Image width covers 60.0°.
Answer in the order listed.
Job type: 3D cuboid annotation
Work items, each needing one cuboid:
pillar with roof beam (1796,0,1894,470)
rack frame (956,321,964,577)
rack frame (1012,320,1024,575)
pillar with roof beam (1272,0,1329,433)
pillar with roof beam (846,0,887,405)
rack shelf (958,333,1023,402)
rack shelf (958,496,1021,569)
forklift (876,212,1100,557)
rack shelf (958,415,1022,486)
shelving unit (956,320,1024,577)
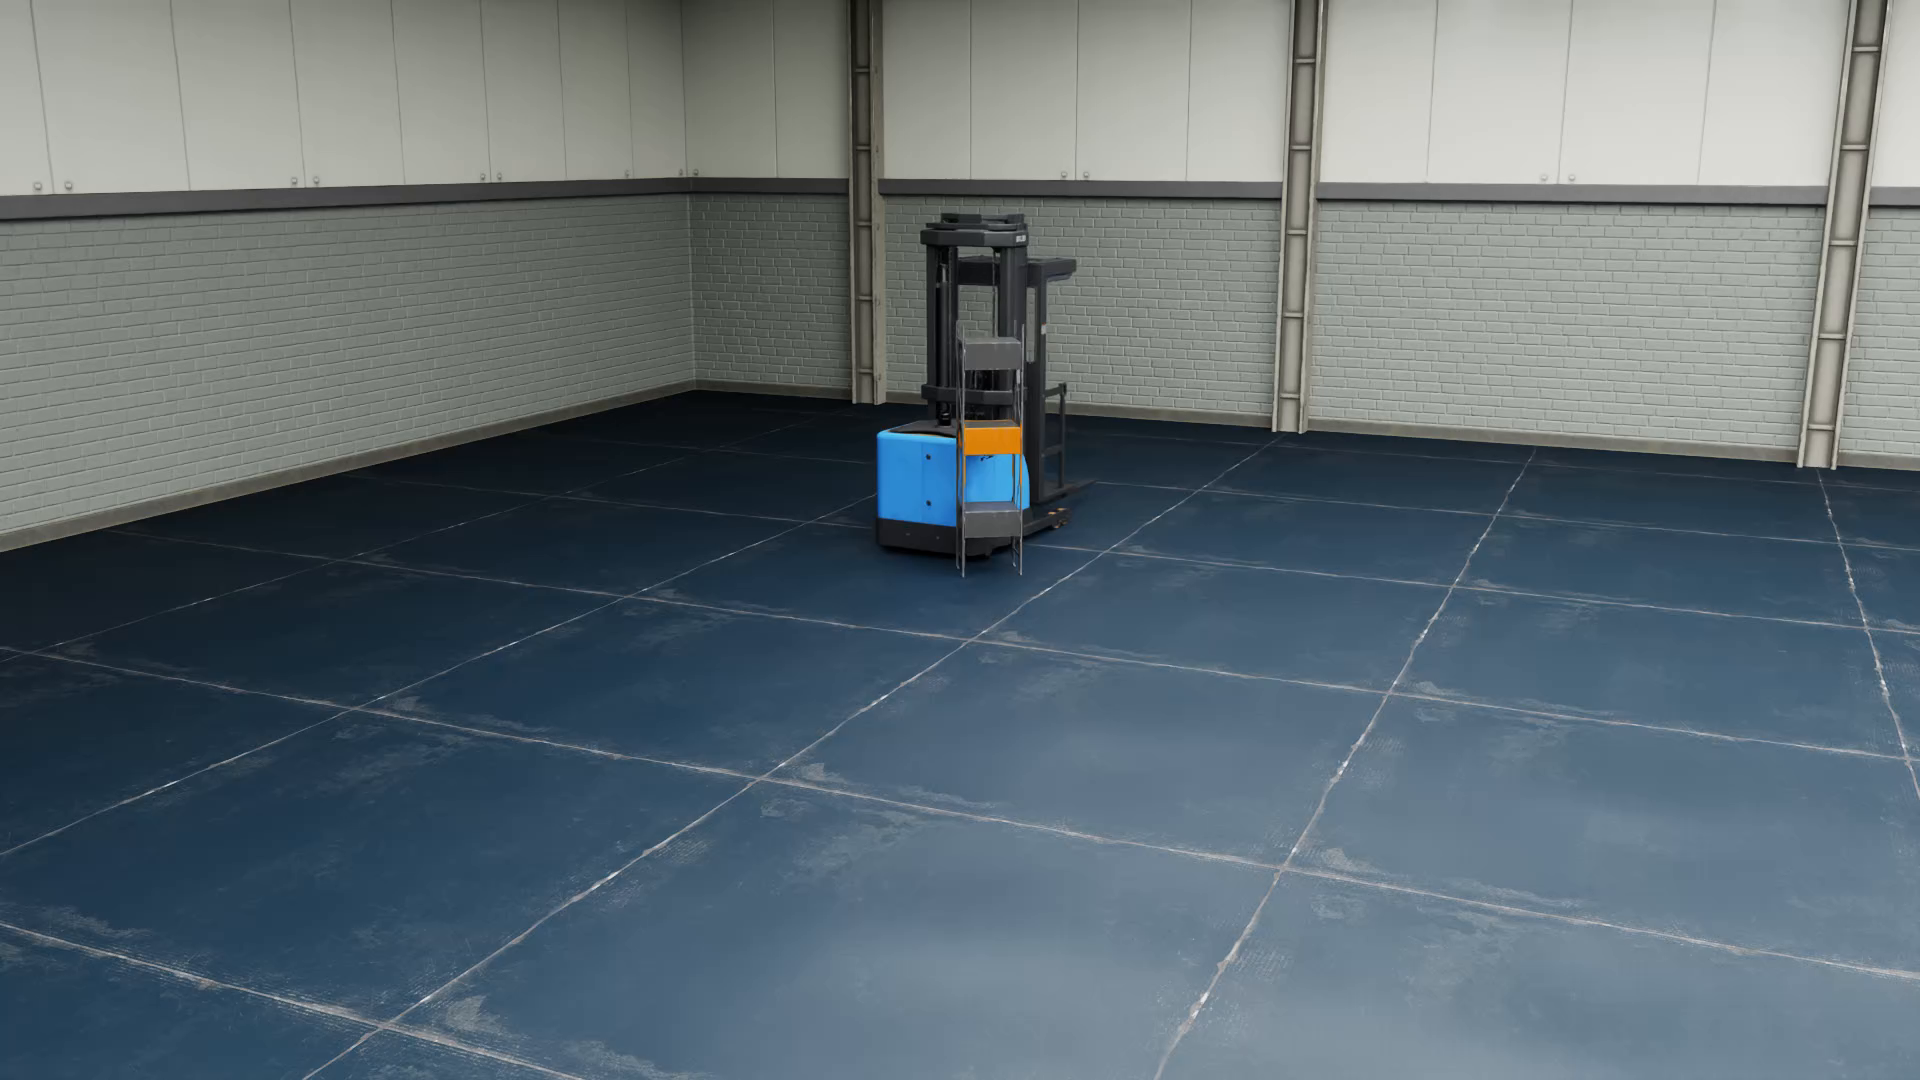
[{"bbox_3d":[7.945,-4.321,13.965,0.400,9.000,9.100,6,14,23],"label":"pillar with roof beam"},{"bbox_3d":[0.001,-0.754,13.867,0.015,2.100,0.400,-2,13,-8],"label":"rack frame"},{"bbox_3d":[0.485,-0.769,13.932,0.015,2.100,0.400,-2,13,-8],"label":"rack frame"},{"bbox_3d":[2.459,-4.876,16.331,0.400,9.000,9.100,6,14,23],"label":"pillar with roof beam"},{"bbox_3d":[-3.027,-5.431,18.697,0.400,9.000,9.100,6,14,23],"label":"pillar with roof beam"},{"bbox_3d":[0.243,-1.430,13.743,0.480,0.518,0.431,-2,13,-8],"label":"rack shelf"},{"bbox_3d":[0.243,-0.067,14.063,0.480,0.518,0.431,-2,13,-8],"label":"rack shelf"},{"bbox_3d":[0.402,-1.572,15.535,1.130,2.935,3.031,7,15,28],"label":"forklift"},{"bbox_3d":[0.243,-0.748,13.903,0.480,0.518,0.431,-2,13,-8],"label":"rack shelf"},{"bbox_3d":[0.243,-0.762,13.900,0.503,2.100,0.431,-2,13,-8],"label":"shelving unit"}]
